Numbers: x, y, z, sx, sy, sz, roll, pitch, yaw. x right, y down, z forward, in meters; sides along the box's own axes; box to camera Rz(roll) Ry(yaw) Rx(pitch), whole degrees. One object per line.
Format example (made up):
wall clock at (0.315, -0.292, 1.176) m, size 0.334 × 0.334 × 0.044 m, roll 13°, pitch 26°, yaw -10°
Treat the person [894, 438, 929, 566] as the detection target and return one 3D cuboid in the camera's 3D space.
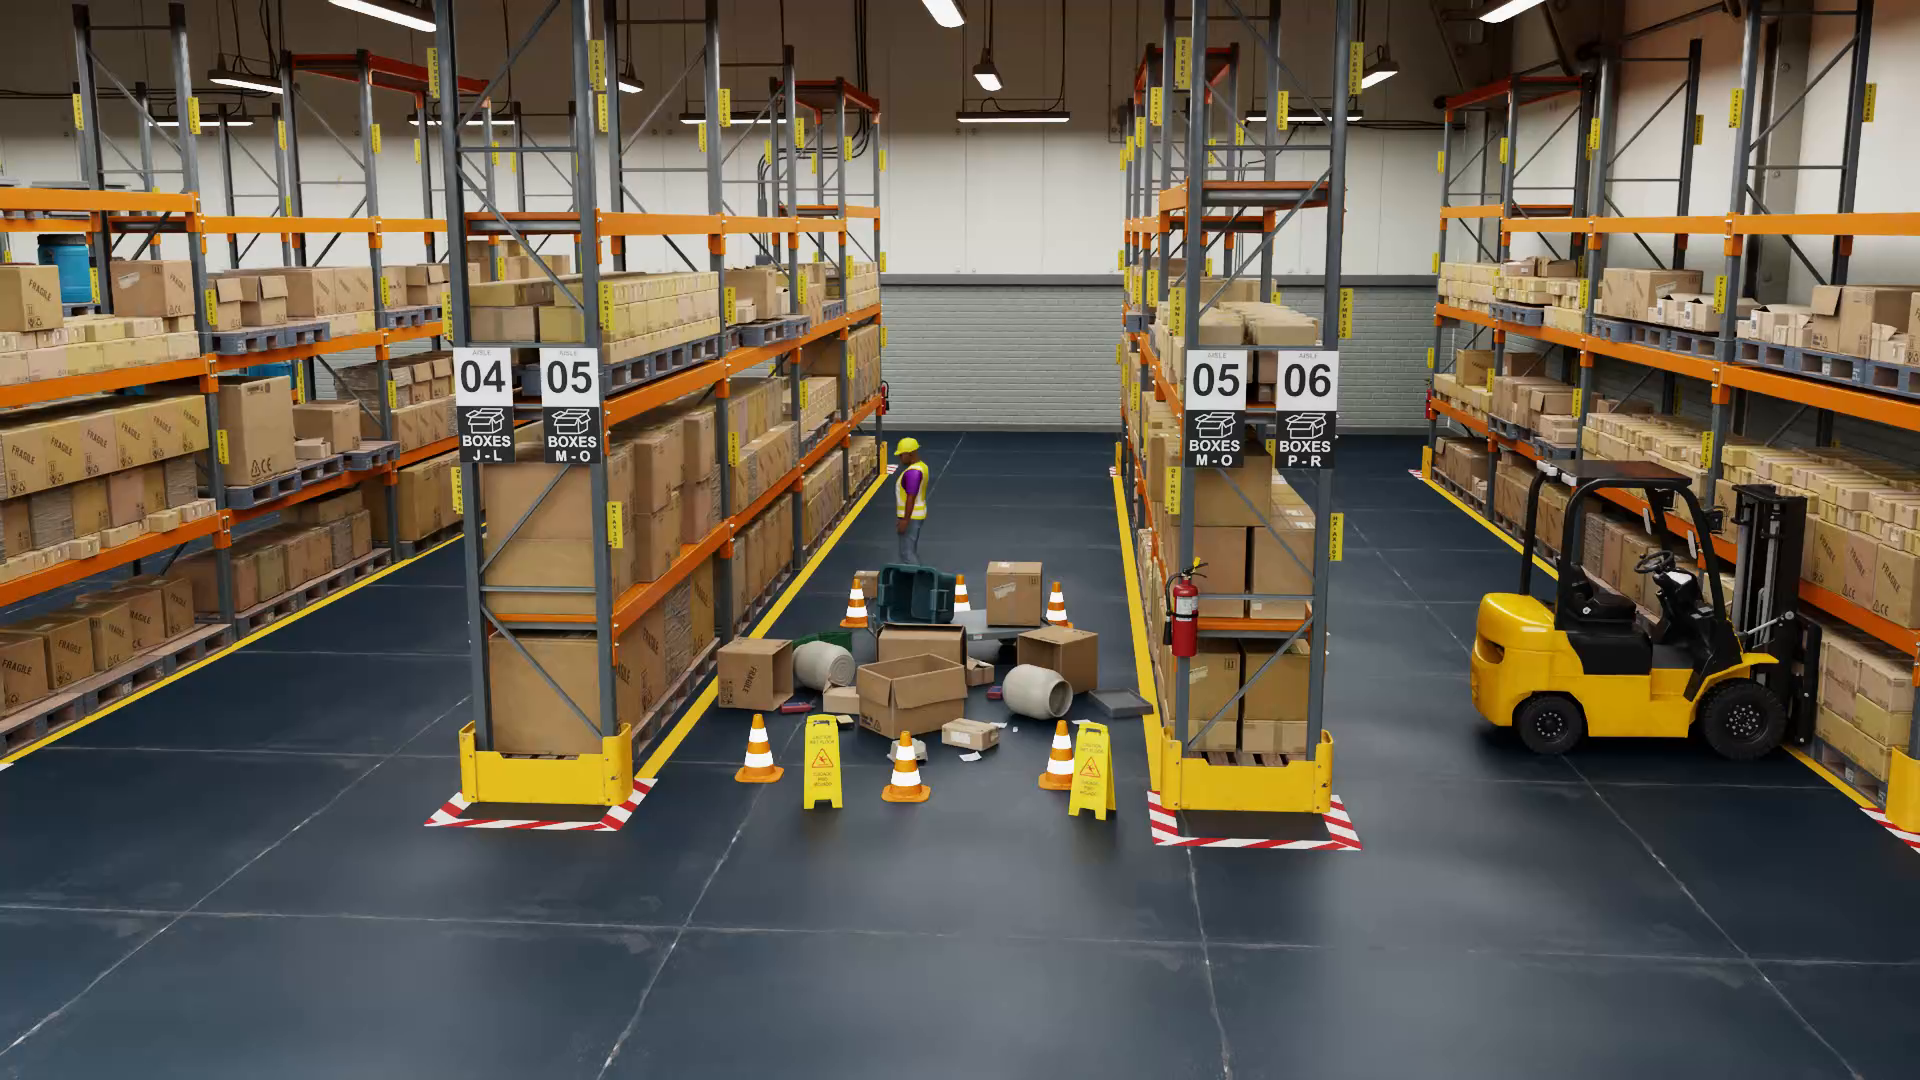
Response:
person at (-0.535, -0.243, 18.166) m, size 0.368 × 1.759 × 0.568 m, roll 1°, pitch 11°, yaw 5°
